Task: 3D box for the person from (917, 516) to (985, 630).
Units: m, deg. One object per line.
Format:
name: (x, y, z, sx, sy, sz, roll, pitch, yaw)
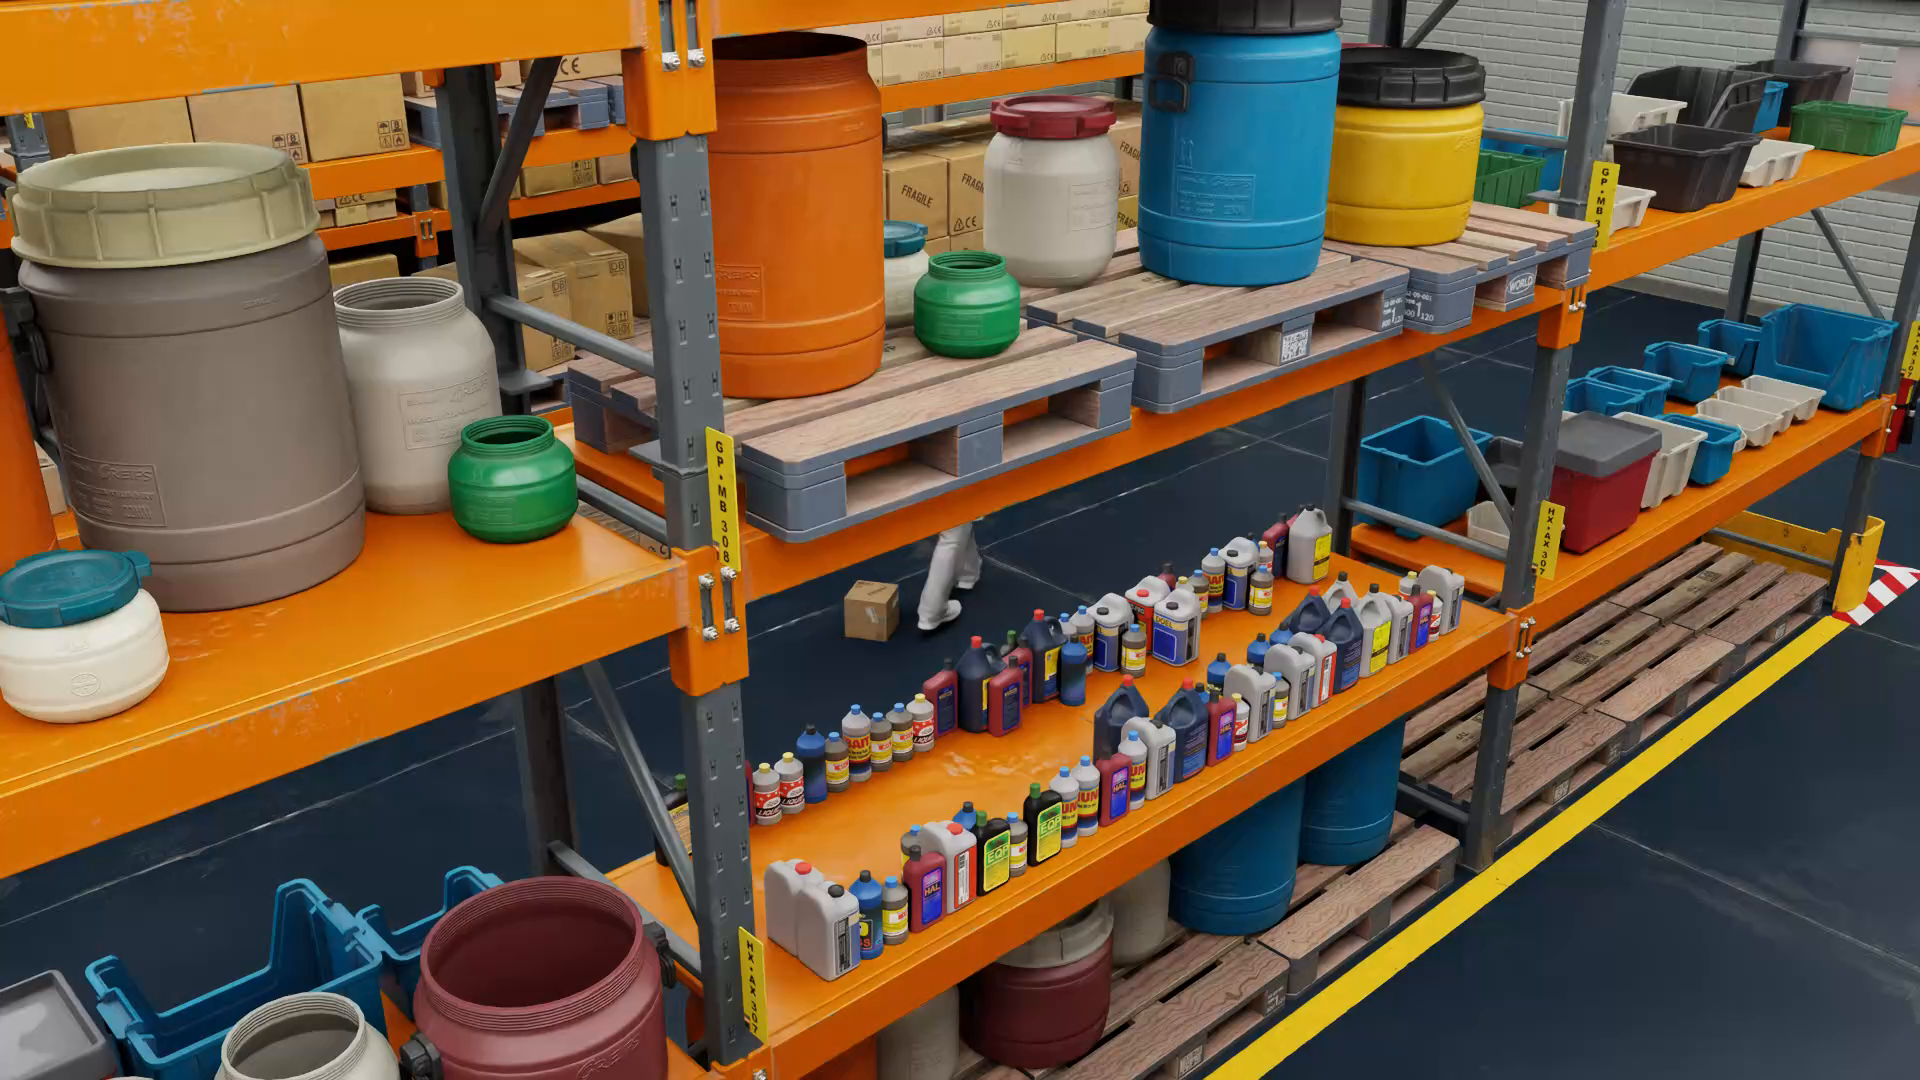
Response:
person: (0.028, -0.403, 9.514, 0.590, 1.760, 0.915, 16, 29, 32)
